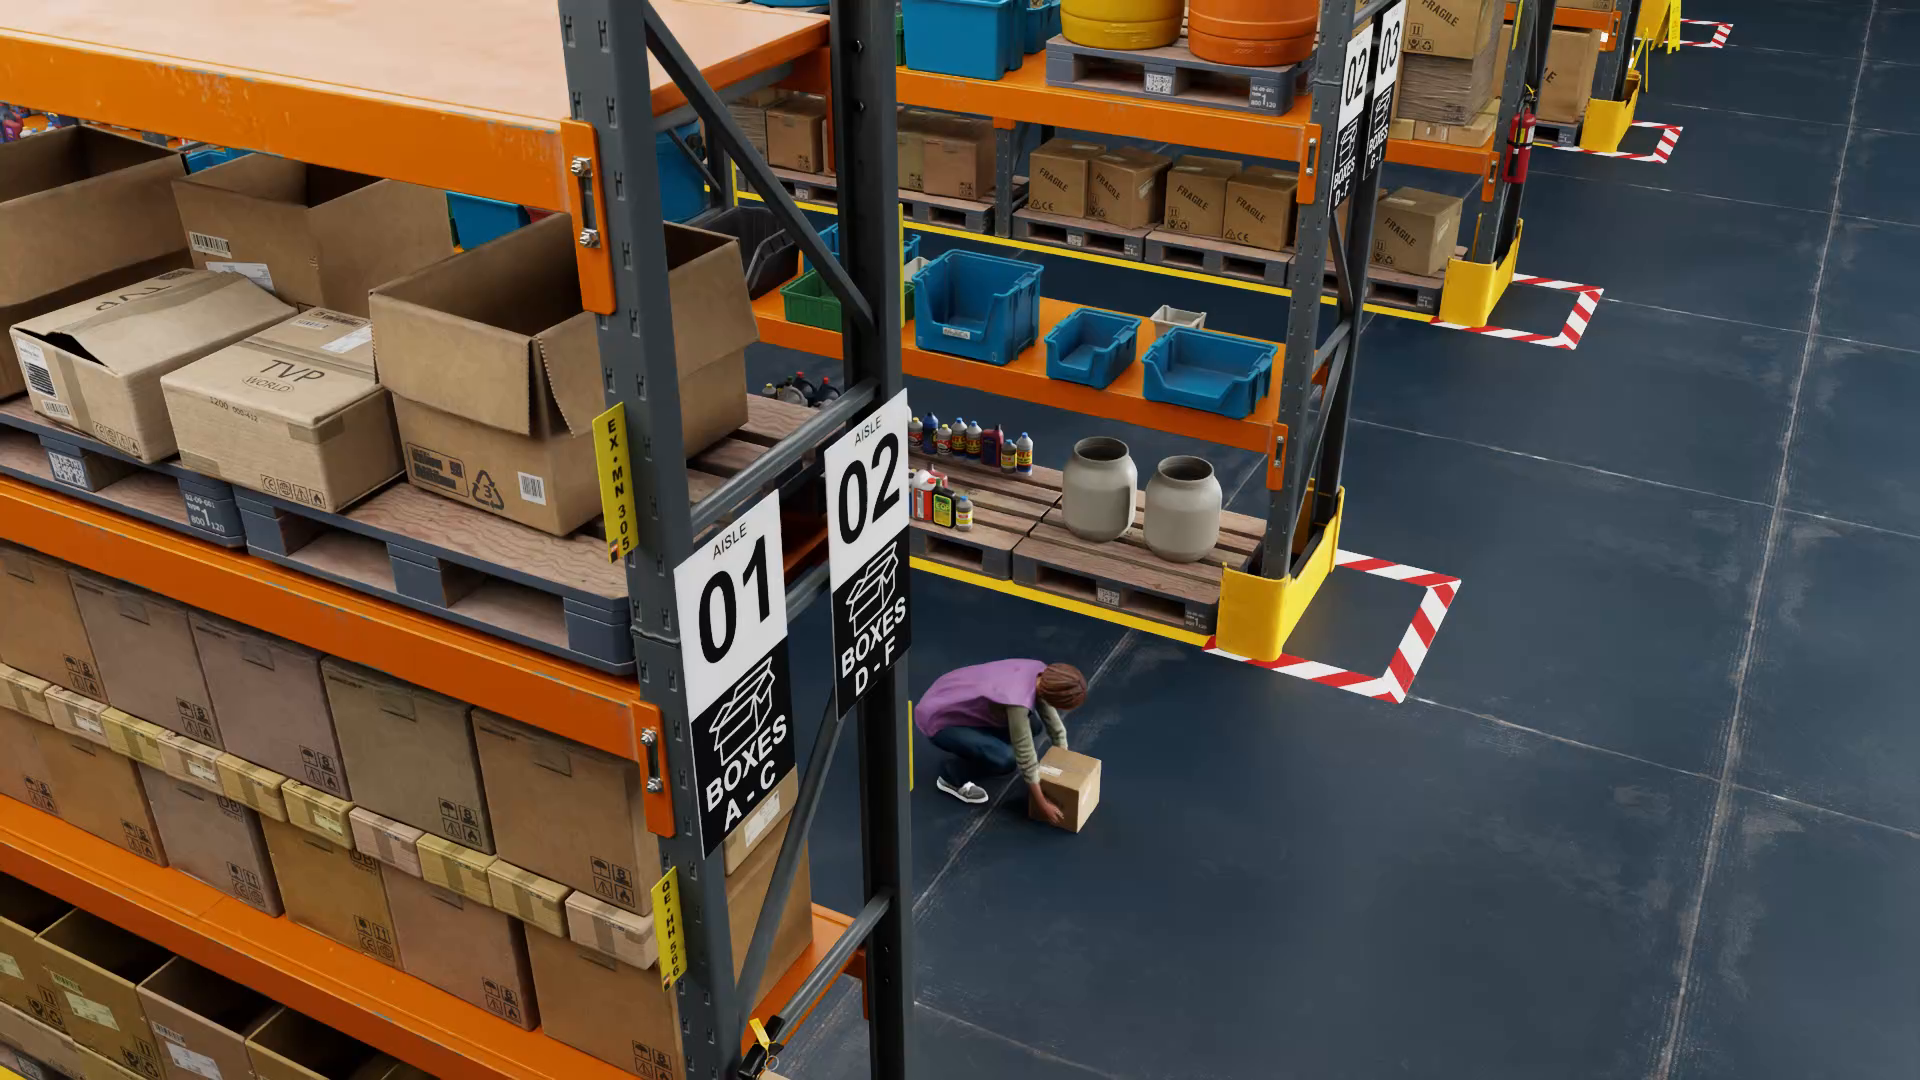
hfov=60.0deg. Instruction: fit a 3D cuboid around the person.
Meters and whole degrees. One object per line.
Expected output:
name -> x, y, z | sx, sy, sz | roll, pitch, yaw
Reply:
person -> 0.183, 0.849, 7.675 | 0.806, 0.767, 0.436 | 15, 34, 23
